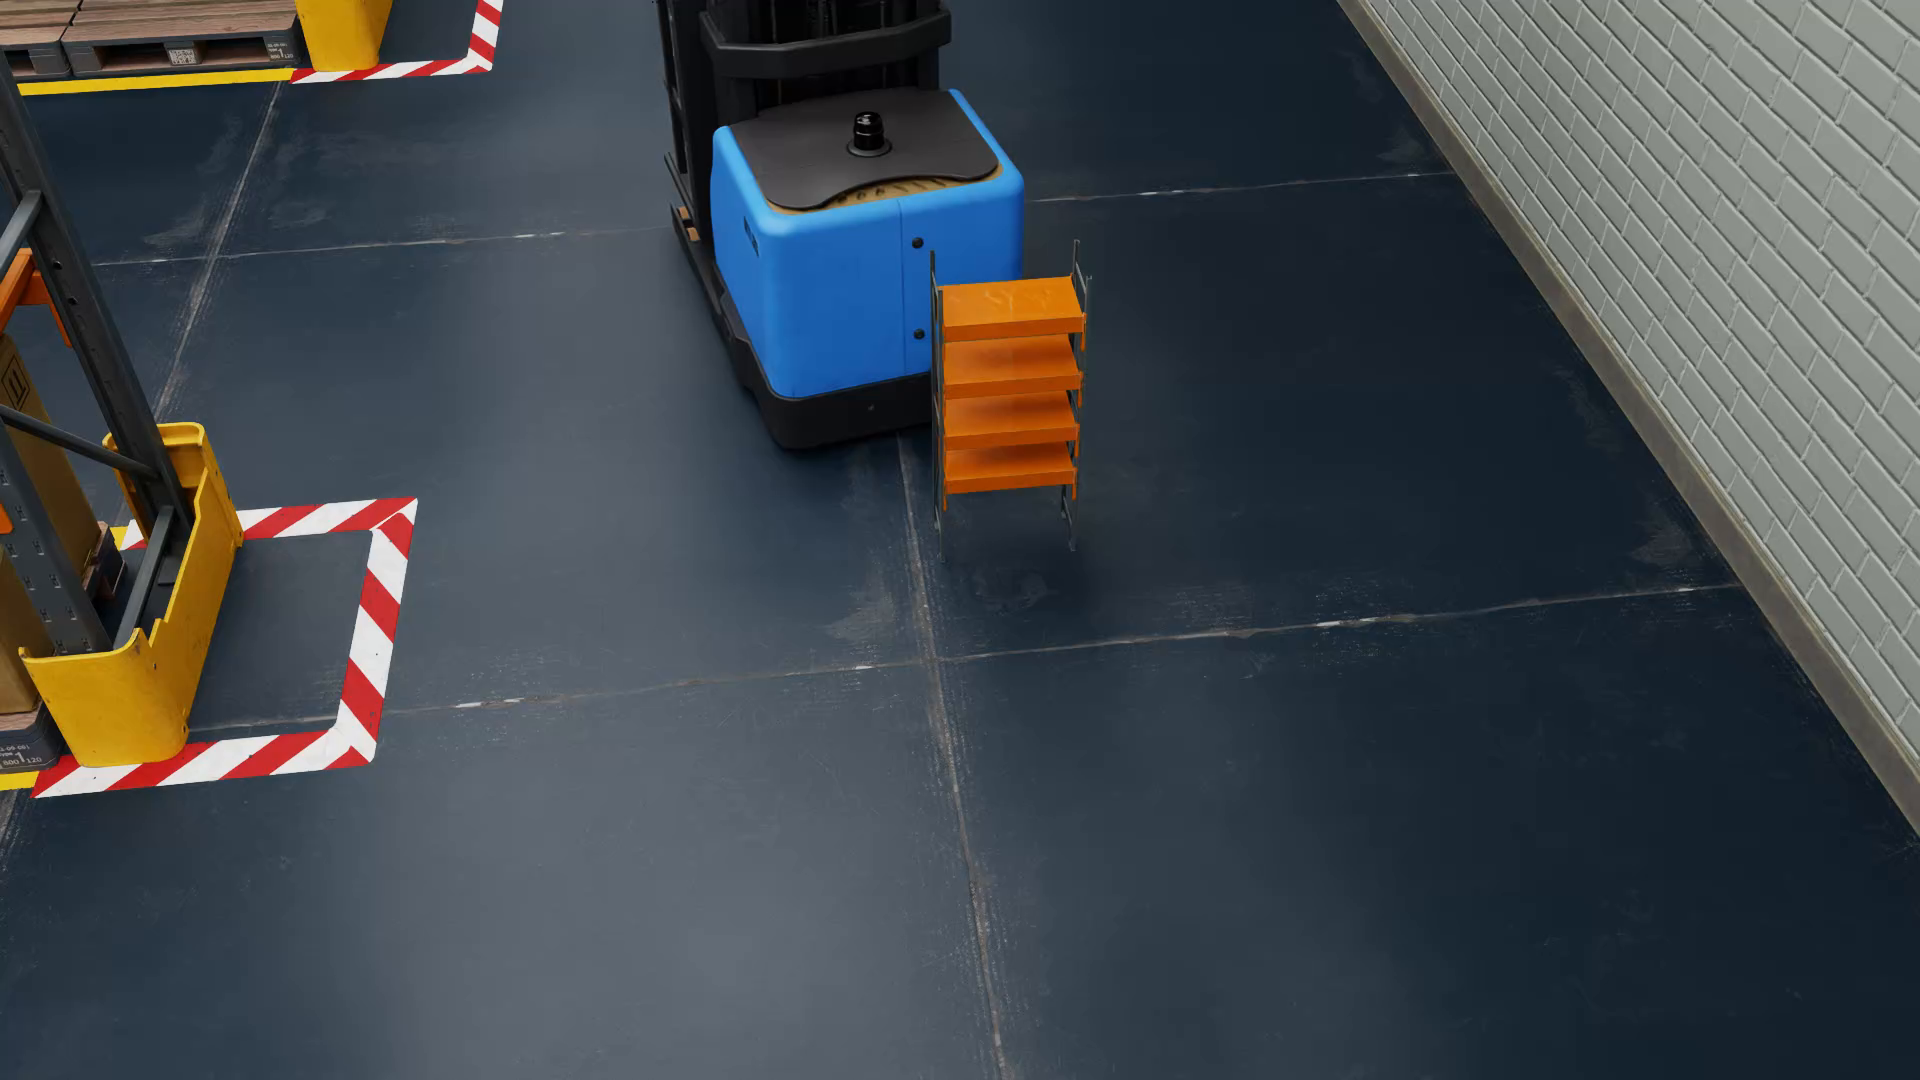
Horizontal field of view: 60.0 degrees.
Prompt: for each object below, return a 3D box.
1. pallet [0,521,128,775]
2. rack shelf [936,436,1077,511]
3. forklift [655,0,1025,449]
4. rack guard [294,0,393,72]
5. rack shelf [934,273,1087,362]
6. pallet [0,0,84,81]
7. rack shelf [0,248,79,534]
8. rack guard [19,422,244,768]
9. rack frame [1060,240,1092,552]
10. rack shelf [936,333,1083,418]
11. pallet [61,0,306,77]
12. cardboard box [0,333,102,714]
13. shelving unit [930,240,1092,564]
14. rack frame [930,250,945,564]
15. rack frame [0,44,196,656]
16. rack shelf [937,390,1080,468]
[{"bbox_3d":[-3.607,0.391,5.658,1.213,0.211,1.003,-5,42,-6],"label":"pallet"},{"bbox_3d":[0.164,-0.263,6.042,0.480,0.148,0.258,-5,42,-6],"label":"rack shelf"},{"bbox_3d":[-0.708,-2.446,6.773,1.130,2.935,3.031,-13,44,-14],"label":"forklift"},{"bbox_3d":[-3.444,-3.137,9.355,0.348,0.500,1.175,-5,42,-6],"label":"rack guard"},{"bbox_3d":[0.164,-0.752,5.601,0.480,0.148,0.258,-5,42,-6],"label":"rack shelf"},{"bbox_3d":[-5.496,-2.870,9.274,1.213,0.211,1.003,-5,42,-6],"label":"pallet"},{"bbox_3d":[-4.807,-0.325,4.907,4.000,0.370,1.077,-5,42,-6],"label":"rack shelf"},{"bbox_3d":[-2.800,0.161,5.699,0.348,0.500,1.175,-5,42,-6],"label":"rack guard"},{"bbox_3d":[0.406,-0.481,5.888,0.015,1.200,0.240,-5,42,-6],"label":"rack frame"},{"bbox_3d":[0.164,-0.576,5.759,0.480,0.148,0.258,-5,42,-6],"label":"rack shelf"},{"bbox_3d":[-4.289,-2.974,9.389,1.213,0.211,1.003,-5,42,-6],"label":"pallet"},{"bbox_3d":[-3.448,-0.024,5.310,0.875,0.875,0.875,-5,42,-6],"label":"cardboard box"},{"bbox_3d":[0.164,-0.460,5.864,0.503,1.200,0.258,-5,42,-6],"label":"shelving unit"},{"bbox_3d":[-0.078,-0.439,5.841,0.015,1.200,0.240,-5,42,-6],"label":"rack frame"},{"bbox_3d":[-2.824,-0.765,4.859,0.127,3.000,1.000,-5,42,-6],"label":"rack frame"},{"bbox_3d":[0.164,-0.410,5.909,0.480,0.148,0.258,-5,42,-6],"label":"rack shelf"}]
